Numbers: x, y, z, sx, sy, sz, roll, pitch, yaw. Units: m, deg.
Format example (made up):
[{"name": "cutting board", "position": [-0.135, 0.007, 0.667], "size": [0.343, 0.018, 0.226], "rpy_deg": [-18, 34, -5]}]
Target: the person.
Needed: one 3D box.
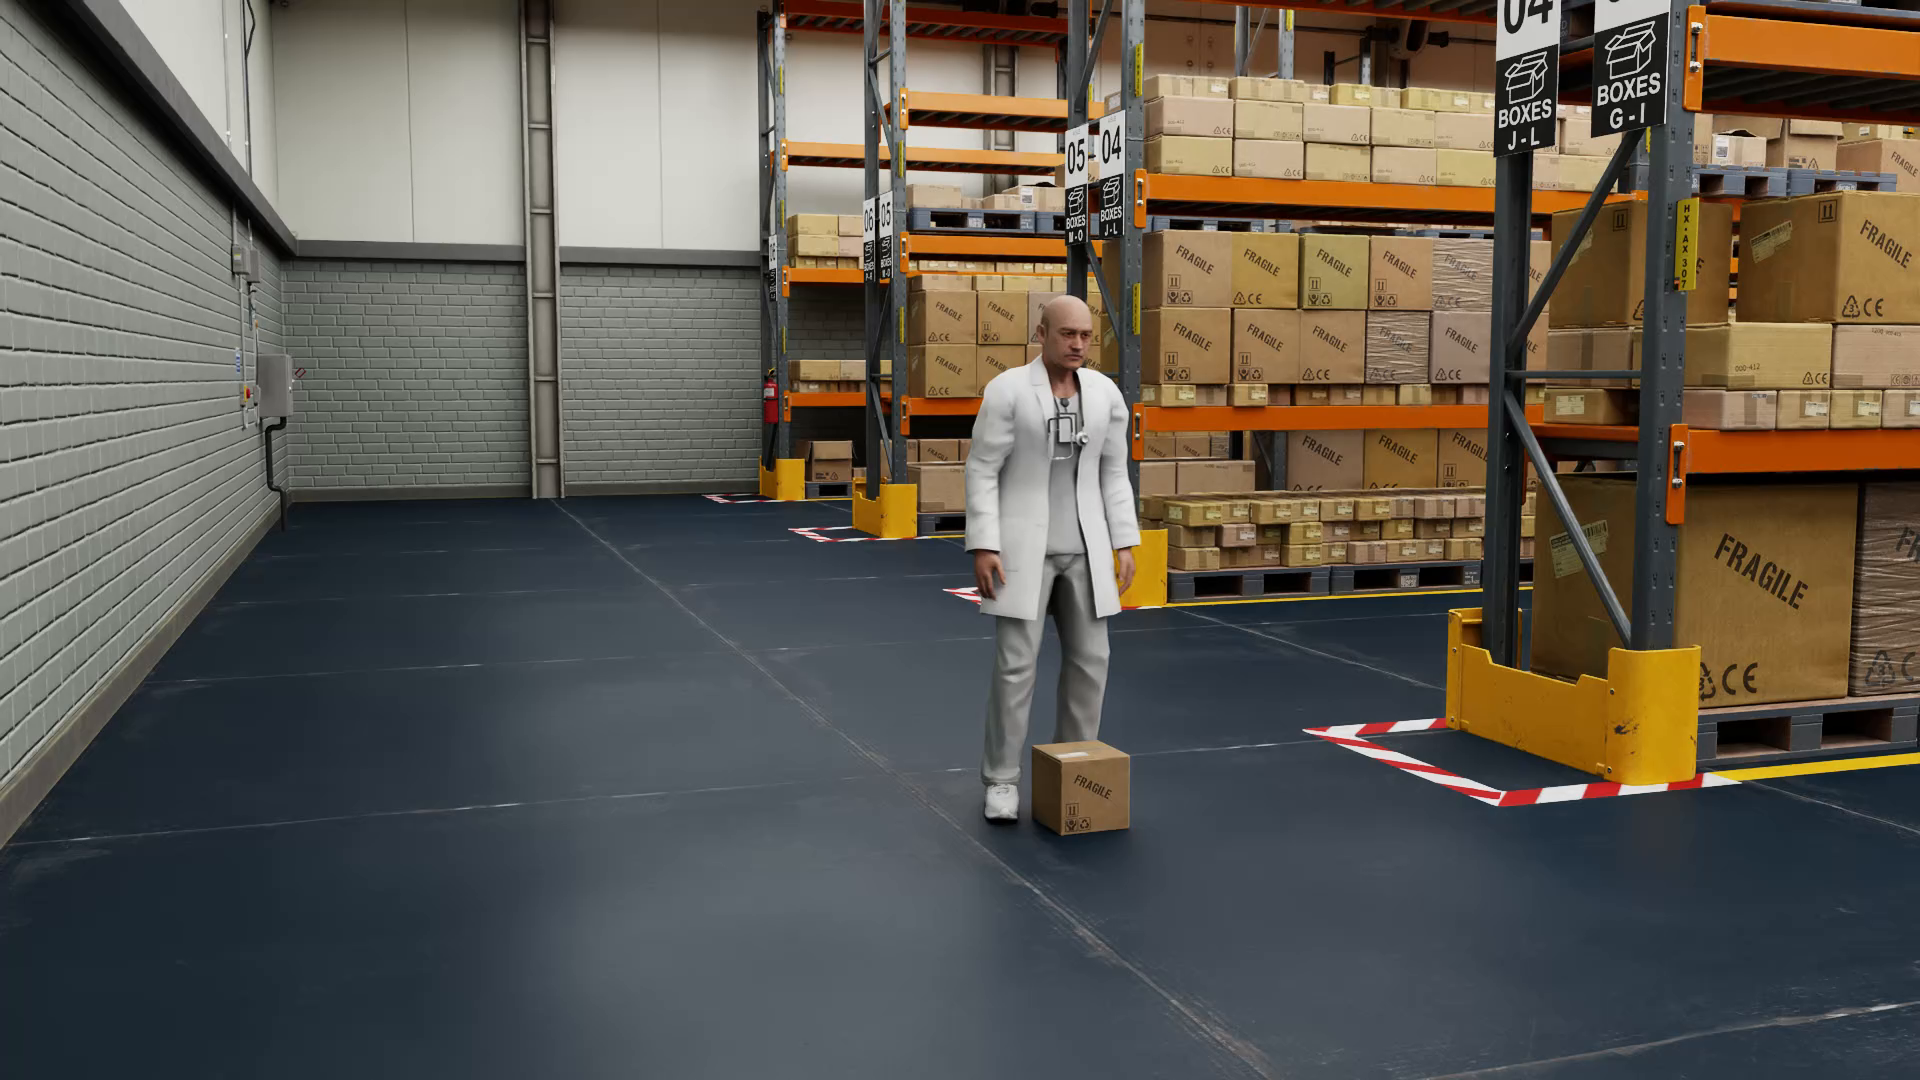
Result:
[{"name": "person", "position": [0.323, 0.050, 5.759], "size": [0.652, 1.774, 0.416], "rpy_deg": [-2, 6, -20]}]
